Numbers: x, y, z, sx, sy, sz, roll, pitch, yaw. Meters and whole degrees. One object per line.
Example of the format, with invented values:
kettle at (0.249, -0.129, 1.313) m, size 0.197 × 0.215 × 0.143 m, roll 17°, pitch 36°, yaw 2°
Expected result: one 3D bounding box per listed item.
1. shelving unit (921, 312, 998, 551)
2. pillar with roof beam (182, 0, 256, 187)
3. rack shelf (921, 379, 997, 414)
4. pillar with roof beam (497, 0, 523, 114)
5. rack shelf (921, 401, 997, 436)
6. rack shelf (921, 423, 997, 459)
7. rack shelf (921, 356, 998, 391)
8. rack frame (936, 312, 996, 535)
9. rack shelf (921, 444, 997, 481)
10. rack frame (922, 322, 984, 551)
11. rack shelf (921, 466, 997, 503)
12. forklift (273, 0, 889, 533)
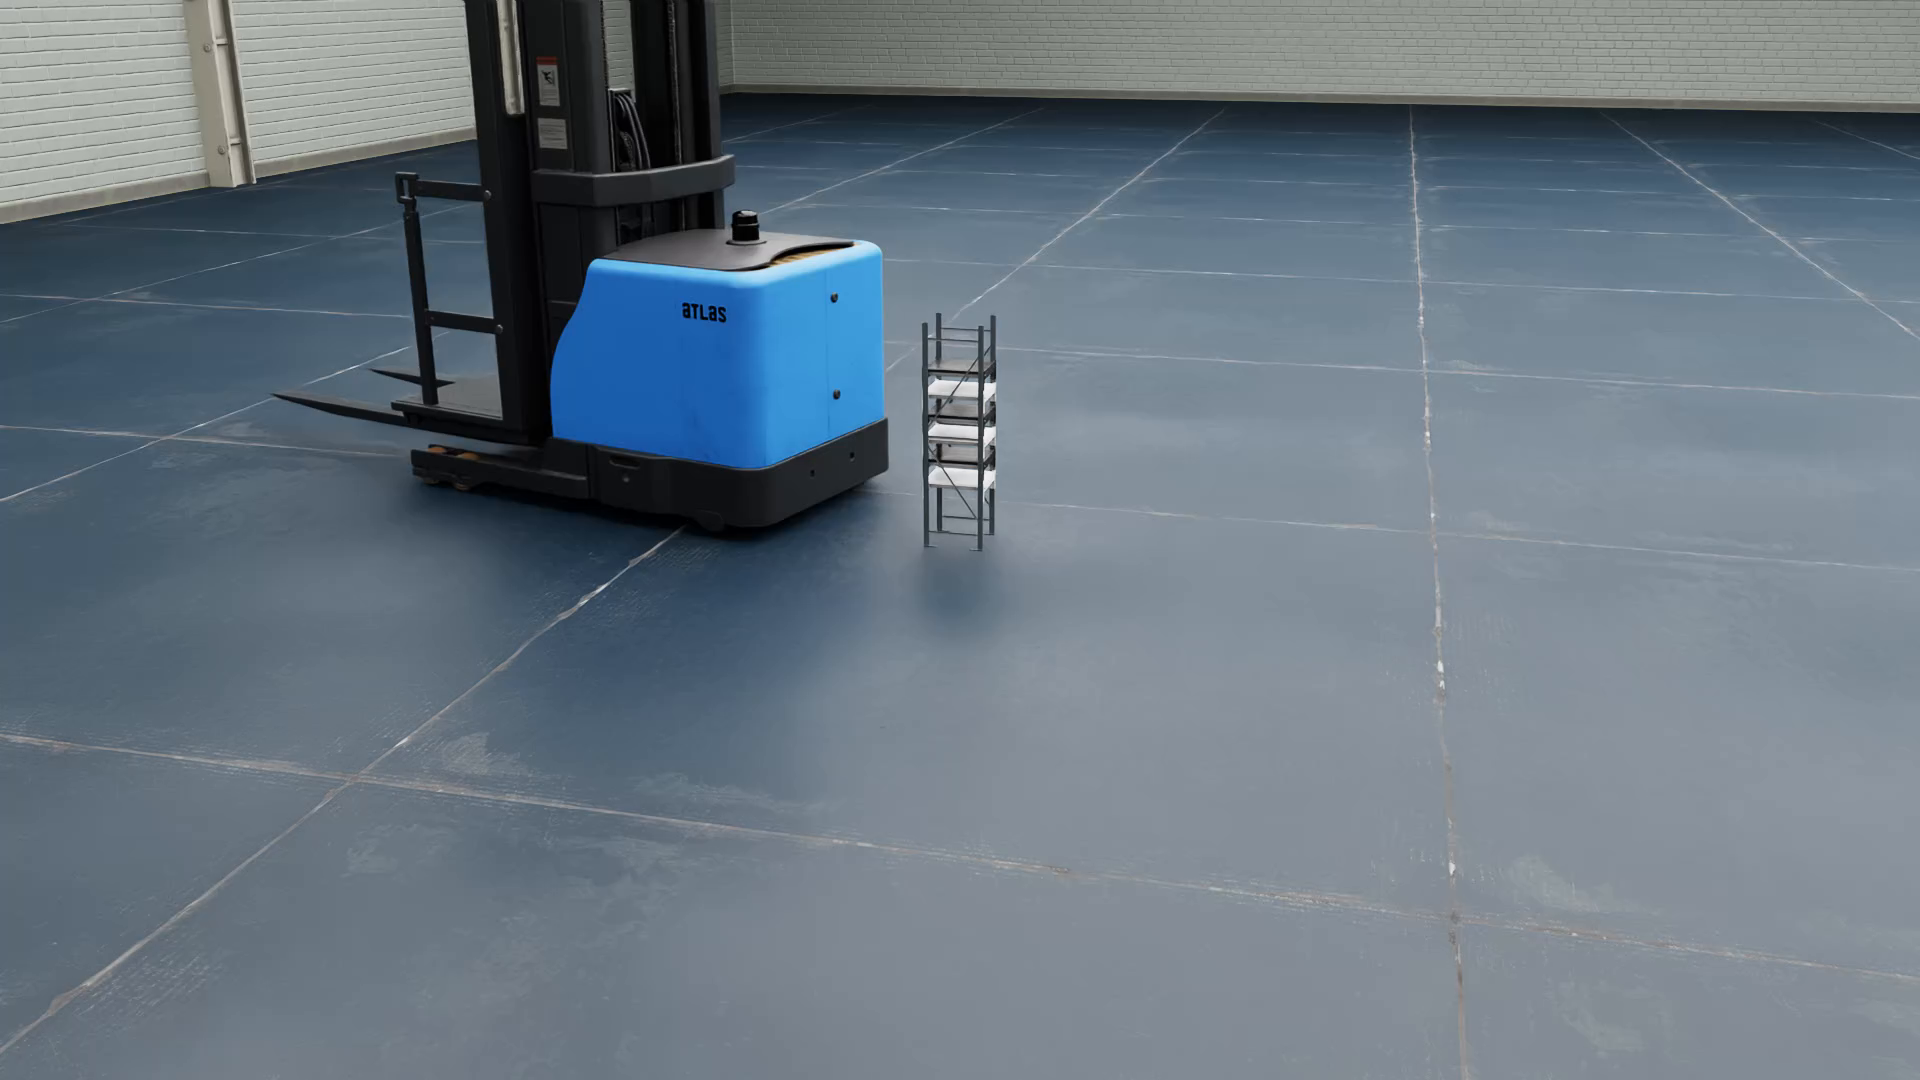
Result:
shelving unit at (-0.002, -0.423, 6.535) m, size 0.258 × 0.900 × 0.210 m, roll 5°, pitch 19°, yaw 13°
pillar with roof beam at (-3.642, -7.737, 15.418) m, size 9.100 × 9.000 × 0.400 m, roll 5°, pitch 19°, yaw 13°
rack shelf at (-0.002, -0.562, 6.487) m, size 0.258 × 0.077 × 0.200 m, roll 5°, pitch 19°, yaw 13°
pillar with roof beam at (-2.176, -9.618, 20.924) m, size 9.100 × 9.000 × 0.400 m, roll 5°, pitch 19°, yaw 13°
rack shelf at (-0.002, -0.477, 6.516) m, size 0.258 × 0.077 × 0.200 m, roll 5°, pitch 19°, yaw 13°
rack shelf at (-0.002, -0.392, 6.545) m, size 0.258 × 0.077 × 0.200 m, roll 5°, pitch 19°, yaw 13°
rack shelf at (-0.002, -0.647, 6.458) m, size 0.258 × 0.077 × 0.200 m, roll 5°, pitch 19°, yaw 13°
rack frame at (0.023, -0.455, 6.628) m, size 0.240 × 0.900 × 0.006 m, roll 5°, pitch 19°, yaw 13°
rack shelf at (-0.002, -0.307, 6.575) m, size 0.258 × 0.077 × 0.200 m, roll 5°, pitch 19°, yaw 13°
rack frame at (-0.027, -0.391, 6.441) m, size 0.240 × 0.900 × 0.006 m, roll 5°, pitch 19°, yaw 13°
rack shelf at (-0.002, -0.221, 6.604) m, size 0.258 × 0.077 × 0.200 m, roll 5°, pitch 19°, yaw 13°
forklift at (-1.856, -1.741, 7.251) m, size 3.031 × 2.935 × 1.130 m, roll 10°, pitch 21°, yaw 28°
